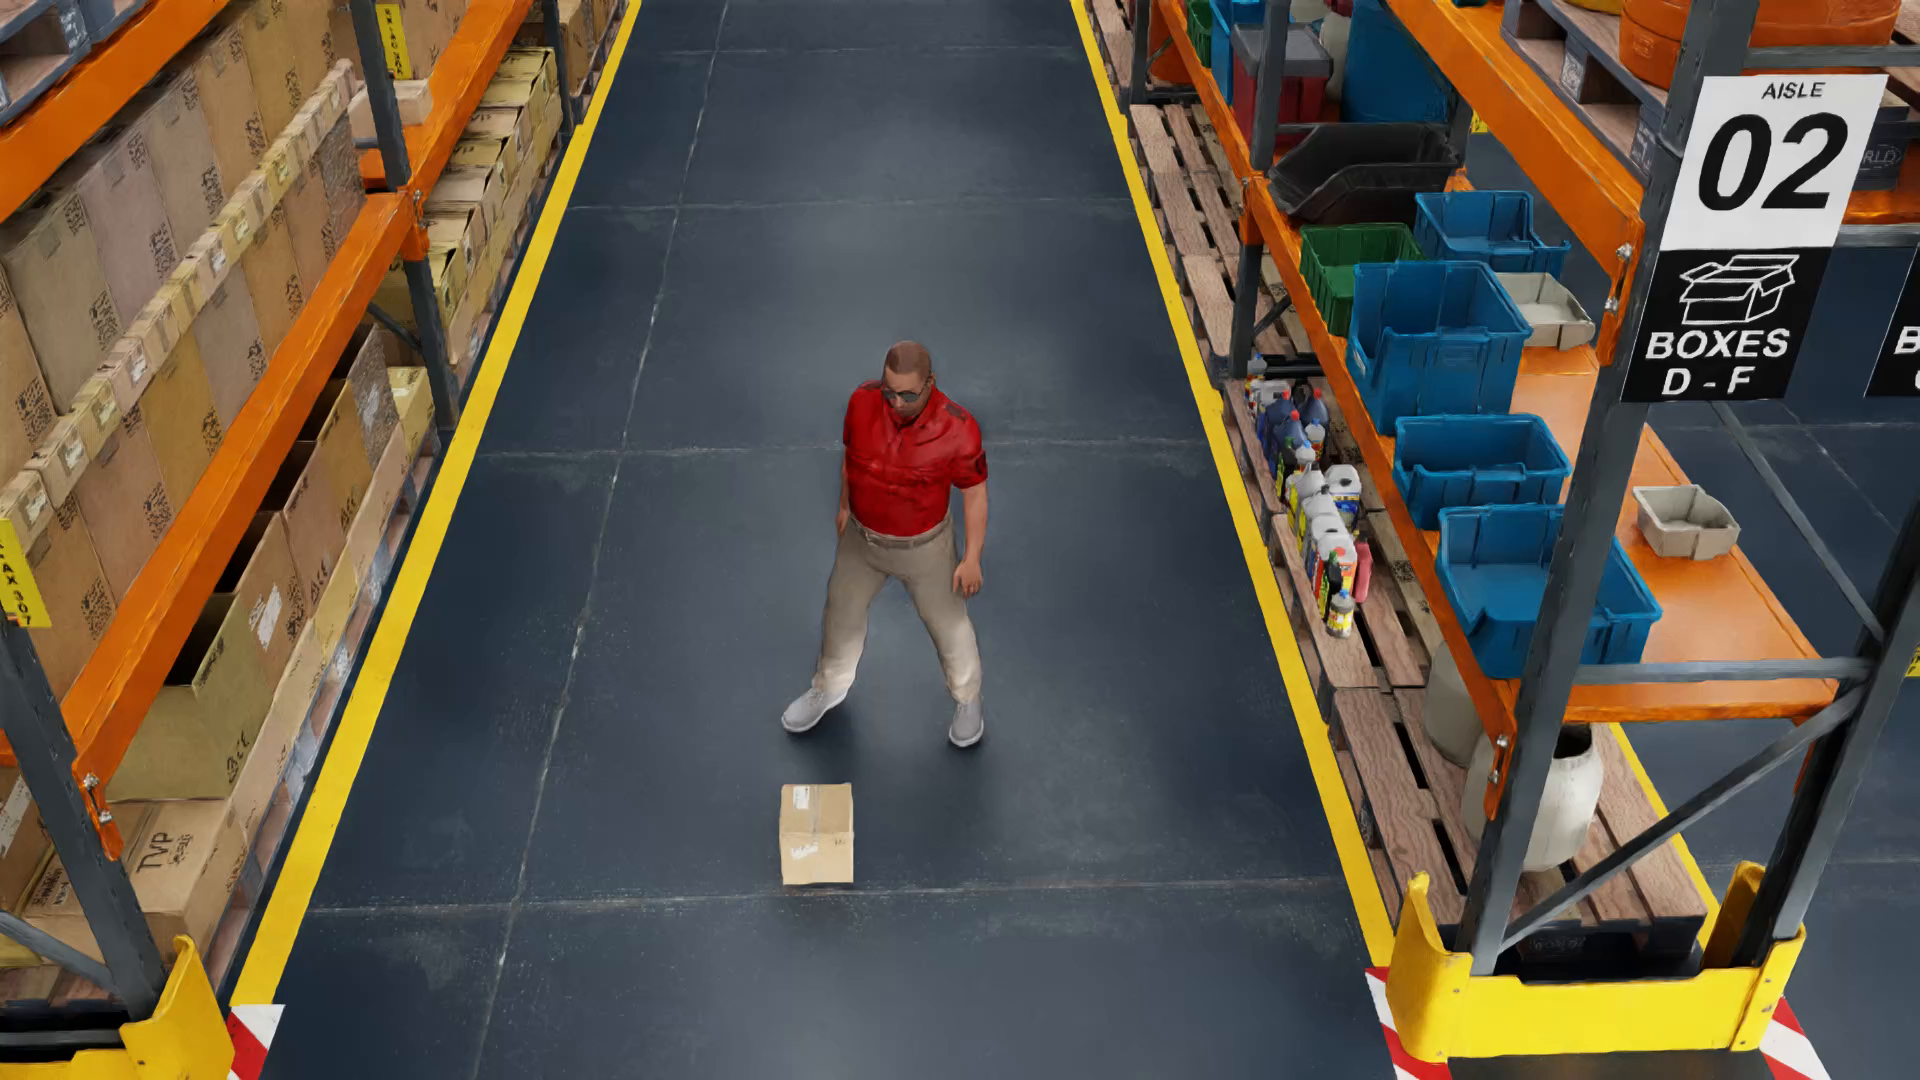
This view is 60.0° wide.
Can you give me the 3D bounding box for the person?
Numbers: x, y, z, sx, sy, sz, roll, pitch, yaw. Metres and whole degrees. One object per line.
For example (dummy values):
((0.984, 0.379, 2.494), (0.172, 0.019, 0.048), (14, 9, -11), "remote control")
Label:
((-0.274, 0.009, 6.126), (0.744, 1.716, 0.542), (15, 38, 21), "person")
